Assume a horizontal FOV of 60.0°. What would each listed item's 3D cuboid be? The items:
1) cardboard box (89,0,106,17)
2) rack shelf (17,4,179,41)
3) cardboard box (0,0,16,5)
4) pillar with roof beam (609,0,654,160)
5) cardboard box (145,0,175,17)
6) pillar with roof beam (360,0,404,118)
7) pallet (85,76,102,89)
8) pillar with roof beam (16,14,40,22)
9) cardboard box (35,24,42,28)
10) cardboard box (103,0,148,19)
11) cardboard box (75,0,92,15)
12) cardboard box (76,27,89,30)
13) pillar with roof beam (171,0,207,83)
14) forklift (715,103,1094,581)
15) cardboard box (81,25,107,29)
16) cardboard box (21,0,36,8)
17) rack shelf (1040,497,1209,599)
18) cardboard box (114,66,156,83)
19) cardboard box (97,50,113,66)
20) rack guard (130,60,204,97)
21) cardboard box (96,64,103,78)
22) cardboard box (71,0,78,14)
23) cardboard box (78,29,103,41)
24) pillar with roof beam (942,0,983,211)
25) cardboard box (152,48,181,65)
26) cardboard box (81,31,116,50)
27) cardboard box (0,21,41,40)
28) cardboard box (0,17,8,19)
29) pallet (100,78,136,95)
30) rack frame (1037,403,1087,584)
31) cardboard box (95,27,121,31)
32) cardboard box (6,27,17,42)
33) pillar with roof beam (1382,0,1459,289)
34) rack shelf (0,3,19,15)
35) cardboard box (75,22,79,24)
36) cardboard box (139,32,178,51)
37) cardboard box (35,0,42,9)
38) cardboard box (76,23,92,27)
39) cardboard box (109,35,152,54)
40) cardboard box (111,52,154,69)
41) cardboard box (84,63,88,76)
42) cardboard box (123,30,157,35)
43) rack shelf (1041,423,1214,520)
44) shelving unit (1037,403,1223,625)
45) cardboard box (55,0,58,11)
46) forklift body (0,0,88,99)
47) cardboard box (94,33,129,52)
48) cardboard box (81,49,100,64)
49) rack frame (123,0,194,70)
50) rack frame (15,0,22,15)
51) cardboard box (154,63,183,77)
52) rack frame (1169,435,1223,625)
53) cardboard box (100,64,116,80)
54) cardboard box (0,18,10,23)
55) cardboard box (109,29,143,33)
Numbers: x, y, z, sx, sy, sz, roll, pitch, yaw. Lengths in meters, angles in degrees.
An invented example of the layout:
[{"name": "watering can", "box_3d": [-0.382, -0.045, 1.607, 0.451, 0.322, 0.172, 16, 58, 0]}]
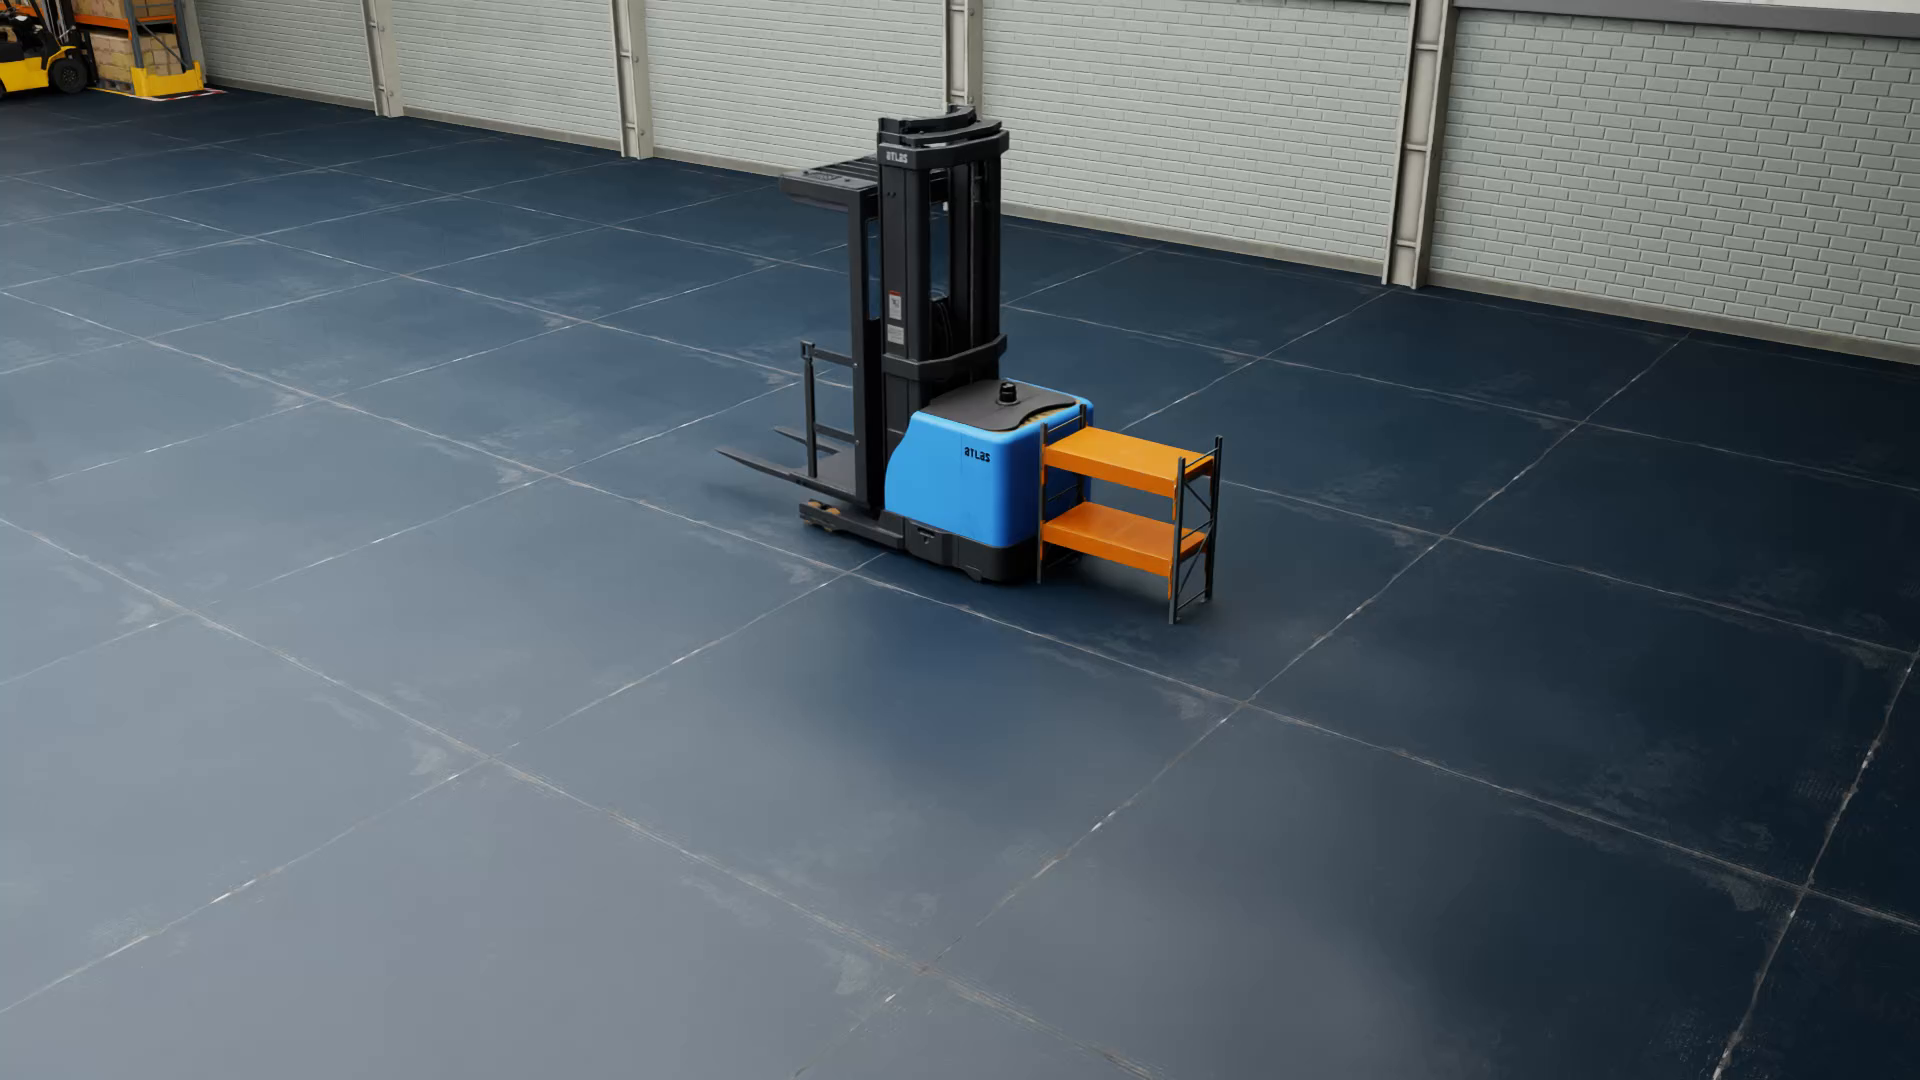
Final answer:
[{"name": "cardboard box", "box_3d": [-15.319, -9.714, 29.952, 0.500, 0.500, 0.500, 18, 29, 35]}, {"name": "rack shelf", "box_3d": [-15.958, -9.660, 30.846, 4.000, 0.370, 1.077, 17, 29, 33]}, {"name": "cardboard box", "box_3d": [-18.119, -10.441, 31.914, 0.500, 0.250, 0.500, 18, 29, 34]}, {"name": "pillar with roof beam", "box_3d": [-7.354, -8.419, 19.697, 0.400, 9.000, 9.100, 17, 29, 33]}, {"name": "cardboard box", "box_3d": [-14.588, -9.760, 30.058, 0.500, 0.500, 0.500, 18, 29, 35]}, {"name": "pillar with roof beam", "box_3d": [-12.155, -9.870, 22.990, 0.400, 9.000, 9.100, 17, 29, 33]}, {"name": "pallet", "box_3d": [-15.967, -8.696, 31.224, 1.213, 0.211, 1.003, 17, 29, 33]}, {"name": "pillar with roof beam", "box_3d": [-21.757, -12.772, 29.576, 0.400, 9.000, 9.100, 17, 29, 33]}, {"name": "cardboard box", "box_3d": [-17.360, -9.646, 31.571, 0.500, 0.250, 0.500, 16, 29, 33]}, {"name": "cardboard box", "box_3d": [-14.909, -9.585, 29.661, 0.500, 0.500, 0.500, 16, 28, 32]}, {"name": "cardboard box", "box_3d": [-15.729, -9.838, 30.233, 0.500, 0.500, 0.500, 16, 29, 32]}, {"name": "cardboard box", "box_3d": [-16.552, -9.402, 31.019, 0.500, 0.250, 0.500, 18, 29, 35]}, {"name": "pillar with roof beam", "box_3d": [-16.956, -11.321, 26.283, 0.400, 9.000, 9.100, 17, 29, 33]}, {"name": "forklift", "box_3d": [-0.526, -1.544, 11.620, 3.031, 2.935, 1.130, 19, 30, 37]}, {"name": "cardboard box", "box_3d": [-16.238, -9.563, 31.384, 0.500, 0.250, 0.500, 17, 29, 34]}, {"name": "cardboard box", "box_3d": [-17.360, -10.327, 31.344, 0.500, 0.500, 0.500, 16, 28, 32]}, {"name": "rack shelf", "box_3d": [1.081, 0.041, 10.869, 1.000, 0.278, 0.538, 17, 29, 34]}, {"name": "cardboard box", "box_3d": [-14.923, -8.451, 30.099, 0.500, 0.250, 0.500, 17, 29, 34]}, {"name": "cardboard box", "box_3d": [-15.330, -8.810, 30.293, 0.500, 0.250, 0.500, 16, 29, 33]}, {"name": "rack guard", "box_3d": [-14.339, -8.356, 30.094, 0.348, 0.500, 1.175, 17, 29, 33]}, {"name": "cardboard box", "box_3d": [-15.710, -8.698, 30.660, 0.500, 0.250, 0.500, 17, 29, 34]}, {"name": "cardboard box", "box_3d": [-16.138, -9.956, 30.501, 0.500, 0.500, 0.500, 17, 29, 34]}, {"name": "cardboard box", "box_3d": [-16.136, -9.273, 30.725, 0.500, 0.250, 0.500, 16, 28, 32]}, {"name": "pillar with roof beam", "box_3d": [-2.553, -6.968, 16.404, 0.400, 9.000, 9.100, 17, 29, 33]}, {"name": "cardboard box", "box_3d": [-14.609, -8.849, 30.382, 0.500, 0.250, 0.500, 17, 29, 34]}, {"name": "cardboard box", "box_3d": [-15.735, -9.148, 30.441, 0.500, 0.250, 0.500, 17, 29, 34]}, {"name": "cardboard box", "box_3d": [-18.599, -9.891, 32.902, 0.625, 0.625, 0.875, 16, 29, 33]}, {"name": "cardboard box", "box_3d": [-19.741, -10.235, 33.683, 0.625, 0.625, 0.875, 18, 29, 35]}, {"name": "pallet", "box_3d": [-14.995, -8.401, 30.554, 1.213, 0.211, 1.003, 17, 29, 33]}, {"name": "rack frame", "box_3d": [0.676, -0.307, 11.051, 0.032, 1.125, 0.500, 17, 29, 34]}, {"name": "cardboard box", "box_3d": [-15.830, -9.444, 31.114, 0.500, 0.250, 0.500, 16, 28, 32]}, {"name": "cardboard box", "box_3d": [-17.983, -9.701, 32.471, 0.625, 0.625, 0.875, 18, 30, 36]}, {"name": "pillar with roof beam", "box_3d": [2.248, -5.517, 13.111, 0.400, 9.000, 9.100, 17, 29, 33]}, {"name": "rack shelf", "box_3d": [-19.159, -10.627, 33.041, 4.000, 0.370, 1.077, 17, 29, 33]}, {"name": "cardboard box", "box_3d": [-17.049, -9.807, 31.938, 0.500, 0.250, 0.500, 17, 29, 34]}, {"name": "cardboard box", "box_3d": [-14.629, -9.074, 30.274, 0.500, 0.250, 0.500, 16, 29, 33]}, {"name": "cardboard box", "box_3d": [-16.933, -10.206, 31.070, 0.500, 0.500, 0.500, 17, 29, 34]}, {"name": "cardboard box", "box_3d": [-16.634, -9.690, 31.671, 0.500, 0.250, 0.500, 16, 29, 33]}, {"name": "cardboard box", "box_3d": [-14.913, -8.908, 29.896, 0.500, 0.250, 0.500, 18, 29, 35]}, {"name": "cardboard box", "box_3d": [-14.935, -8.685, 30.010, 0.500, 0.250, 0.500, 16, 29, 33]}, {"name": "cardboard box", "box_3d": [-16.139, -8.816, 30.929, 0.500, 0.250, 0.500, 18, 29, 35]}, {"name": "cardboard box", "box_3d": [-15.031, -9.194, 30.545, 0.500, 0.250, 0.500, 17, 29, 33]}, {"name": "rack shelf", "box_3d": [1.081, -0.451, 10.652, 1.000, 0.278, 0.538, 17, 29, 34]}, {"name": "shelving unit", "box_3d": [1.081, -0.183, 10.771, 1.048, 1.125, 0.538, 17, 29, 34]}, {"name": "cardboard box", "box_3d": [-16.527, -10.084, 30.793, 0.500, 0.500, 0.500, 16, 29, 33]}, {"name": "forklift body", "box_3d": [-16.969, -8.987, 29.479, 1.214, 2.155, 2.313, 17, 29, 33]}, {"name": "cardboard box", "box_3d": [-15.325, -9.029, 30.172, 0.500, 0.250, 0.500, 17, 29, 34]}, {"name": "cardboard box", "box_3d": [-15.755, -8.928, 30.561, 0.500, 0.250, 0.500, 16, 28, 32]}, {"name": "rack frame", "box_3d": [-14.358, -9.505, 29.603, 0.127, 3.000, 1.000, 17, 29, 33]}, {"name": "rack frame", "box_3d": [-17.559, -10.473, 31.799, 0.127, 3.000, 1.000, 17, 29, 33]}, {"name": "cardboard box", "box_3d": [-14.634, -8.621, 30.486, 0.500, 0.250, 0.500, 17, 29, 34]}, {"name": "rack frame", "box_3d": [1.486, -0.059, 10.490, 0.032, 1.125, 0.500, 17, 29, 34]}, {"name": "cardboard box", "box_3d": [-15.315, -8.574, 30.379, 0.500, 0.250, 0.500, 17, 29, 33]}, {"name": "cardboard box", "box_3d": [-19.202, -10.072, 33.313, 0.625, 0.625, 0.875, 15, 28, 31]}, {"name": "cardboard box", "box_3d": [-15.425, -9.318, 30.828, 0.500, 0.250, 0.500, 17, 29, 33]}]
